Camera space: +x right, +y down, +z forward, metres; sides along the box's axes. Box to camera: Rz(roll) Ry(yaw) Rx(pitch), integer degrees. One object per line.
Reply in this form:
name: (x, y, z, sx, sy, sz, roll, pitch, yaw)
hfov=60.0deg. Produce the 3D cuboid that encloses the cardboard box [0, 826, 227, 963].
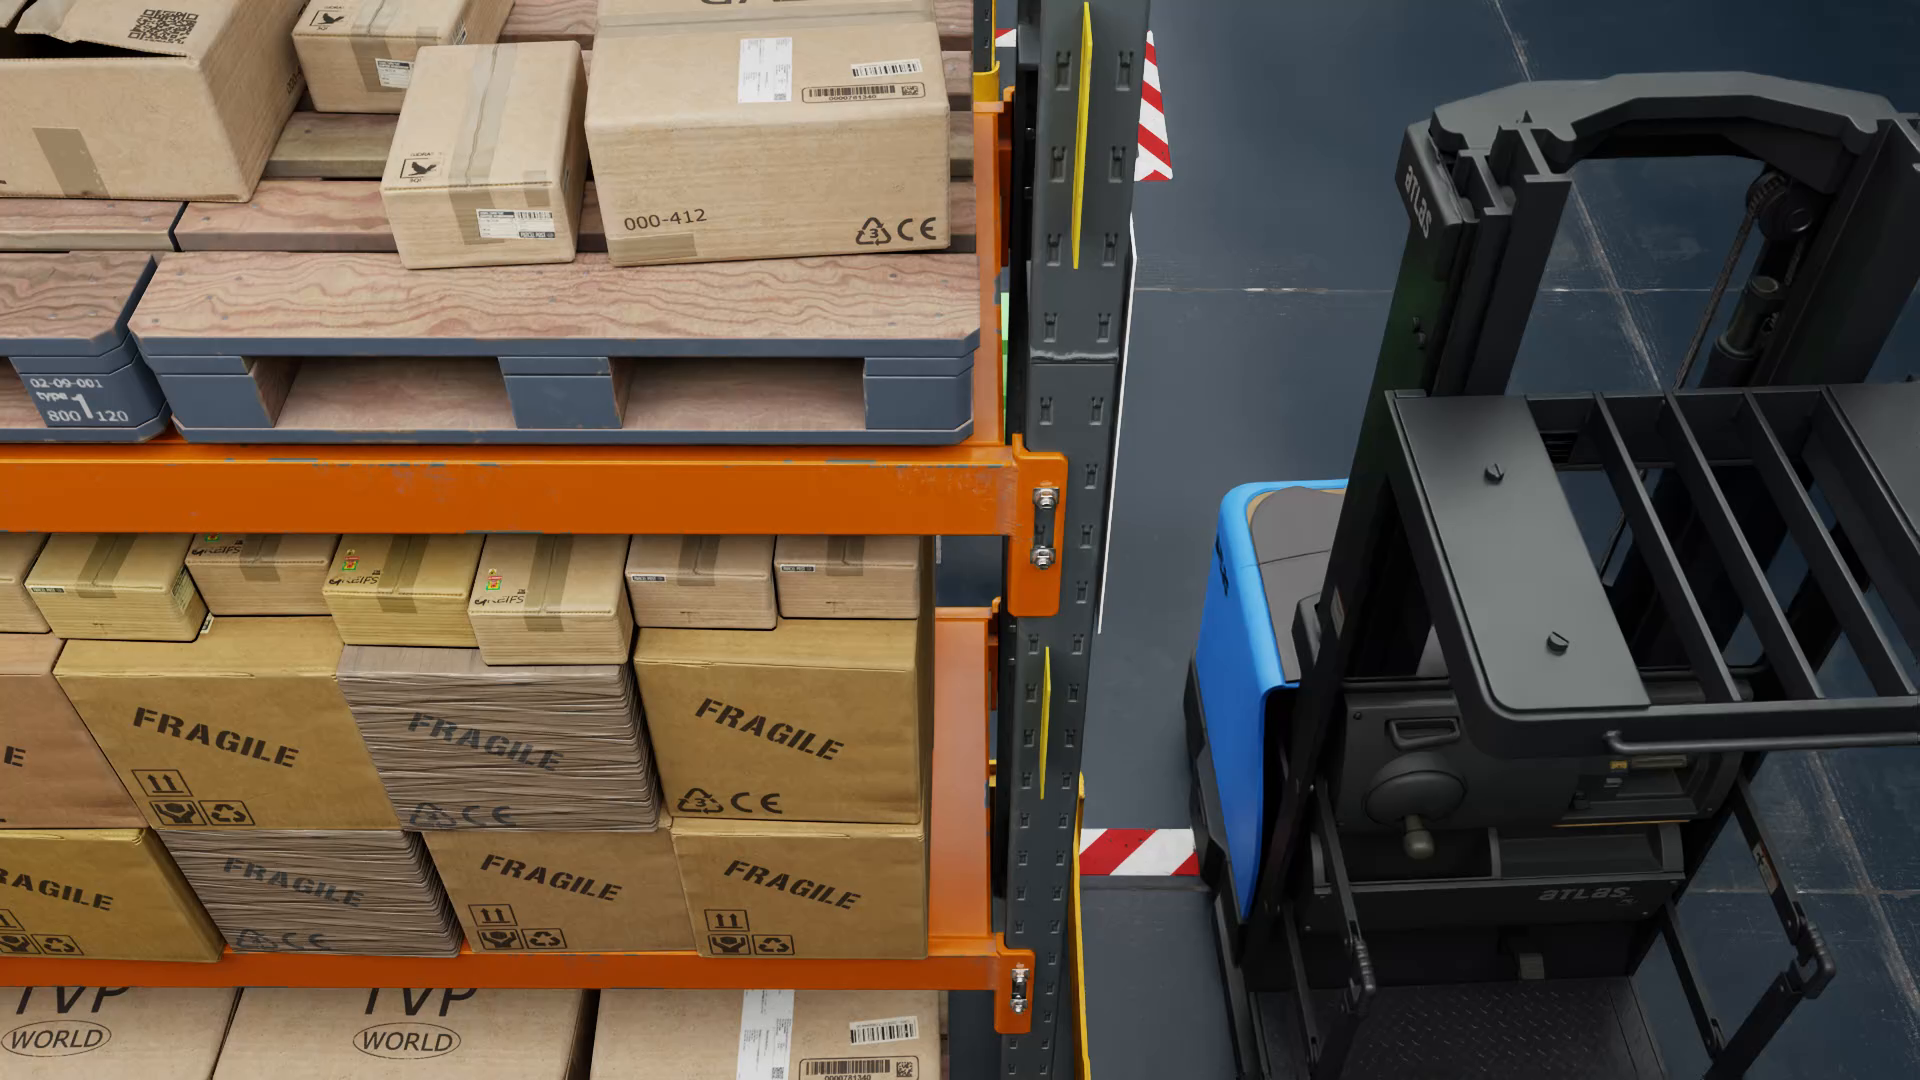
cardboard box: (-1.850, 0.564, 3.608, 0.500, 0.500, 0.500, 1, 47, 1)

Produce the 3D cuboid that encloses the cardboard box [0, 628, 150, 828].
cardboard box: (-1.837, 0.216, 3.248, 0.500, 0.500, 0.500, 0, 47, 0)

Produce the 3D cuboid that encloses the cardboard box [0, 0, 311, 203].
cardboard box: (-1.331, -0.805, 2.607, 0.500, 0.311, 0.500, 1, 47, 1)

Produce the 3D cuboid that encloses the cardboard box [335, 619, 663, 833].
cardboard box: (-0.840, 0.222, 3.242, 0.500, 0.500, 0.500, 0, 47, 0)

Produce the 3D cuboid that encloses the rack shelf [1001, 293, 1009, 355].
rack shelf: (0.166, -0.692, 5.506, 0.480, 0.148, 0.258, 0, 47, 0)

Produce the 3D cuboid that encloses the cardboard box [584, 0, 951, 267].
cardboard box: (-0.285, -0.679, 2.531, 0.500, 0.250, 0.500, -4, 47, -3)

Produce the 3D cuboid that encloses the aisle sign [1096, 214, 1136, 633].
aisle sign: (0.236, -0.255, 2.662, 0.004, 0.787, 0.394, 0, 47, 0)

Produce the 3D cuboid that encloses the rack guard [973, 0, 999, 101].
rack guard: (0.007, -2.368, 8.113, 0.348, 0.500, 1.175, 0, 47, 0)

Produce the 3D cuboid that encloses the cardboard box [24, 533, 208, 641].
cardboard box: (-1.470, -0.009, 3.015, 0.250, 0.149, 0.380, 1, 47, 1)

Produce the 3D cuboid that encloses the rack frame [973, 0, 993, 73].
rack frame: (0.083, -3.220, 7.198, 0.127, 3.000, 1.000, 0, 47, 0)

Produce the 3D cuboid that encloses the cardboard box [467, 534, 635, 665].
cardboard box: (-0.706, 0.032, 2.977, 0.250, 0.149, 0.380, 0, 47, 0)

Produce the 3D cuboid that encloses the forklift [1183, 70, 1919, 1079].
forklift: (1.347, 0.624, 3.666, 1.130, 2.935, 3.031, -2, 47, -2)

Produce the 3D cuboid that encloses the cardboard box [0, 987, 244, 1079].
cardboard box: (-2.312, 1.205, 4.542, 0.875, 0.438, 0.875, -1, 47, -1)

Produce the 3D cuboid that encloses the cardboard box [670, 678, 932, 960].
cardboard box: (-0.318, 0.562, 3.609, 0.500, 0.500, 0.500, 0, 47, 0)

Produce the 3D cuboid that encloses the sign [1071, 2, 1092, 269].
sign: (0.150, -0.495, 2.062, 0.005, 0.325, 0.100, 0, 47, 0)

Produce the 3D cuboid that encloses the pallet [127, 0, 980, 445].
pallet: (-0.576, -0.582, 2.754, 1.213, 0.211, 1.003, 0, 47, 0)

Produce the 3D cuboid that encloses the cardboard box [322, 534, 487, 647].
cardboard box: (-0.958, 0.001, 3.005, 0.250, 0.149, 0.380, 1, 47, 1)

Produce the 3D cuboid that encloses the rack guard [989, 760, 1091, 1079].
rack guard: (0.190, 1.256, 4.740, 0.348, 0.500, 1.175, 0, 47, 0)

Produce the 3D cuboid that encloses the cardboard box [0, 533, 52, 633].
cardboard box: (-1.733, -0.024, 3.028, 0.250, 0.149, 0.380, 2, 47, 1)

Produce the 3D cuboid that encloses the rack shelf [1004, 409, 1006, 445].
rack shelf: (0.166, -0.365, 5.857, 0.480, 0.148, 0.258, 0, 47, 0)

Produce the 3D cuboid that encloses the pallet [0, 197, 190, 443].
pallet: (-1.799, -0.583, 2.755, 1.213, 0.211, 1.003, 0, 47, 0)

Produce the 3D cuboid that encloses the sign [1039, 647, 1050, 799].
sign: (0.150, 0.326, 2.944, 0.005, 0.325, 0.100, 0, 47, 0)

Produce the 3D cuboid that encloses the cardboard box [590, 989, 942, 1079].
cardboard box: (-0.495, 1.205, 4.542, 0.875, 0.438, 0.875, -1, 47, -1)

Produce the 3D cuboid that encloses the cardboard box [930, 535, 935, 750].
cardboard box: (-0.313, 0.159, 3.985, 0.500, 0.500, 0.500, 0, 47, 0)

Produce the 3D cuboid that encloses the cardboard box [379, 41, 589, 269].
cardboard box: (-0.704, -0.587, 2.515, 0.250, 0.149, 0.380, -3, 47, -3)

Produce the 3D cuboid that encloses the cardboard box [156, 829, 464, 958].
cardboard box: (-1.334, 0.556, 3.615, 0.500, 0.500, 0.500, 1, 47, 1)

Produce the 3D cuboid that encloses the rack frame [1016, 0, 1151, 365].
rack frame: (0.166, -1.640, 1.629, 0.127, 3.000, 1.000, 0, 47, 0)

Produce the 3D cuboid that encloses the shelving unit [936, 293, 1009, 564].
shelving unit: (0.166, -0.408, 5.810, 0.503, 1.200, 0.258, 0, 47, 0)

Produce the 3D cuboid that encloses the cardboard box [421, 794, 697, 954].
cardboard box: (-0.820, 0.550, 3.621, 0.500, 0.500, 0.500, -1, 47, -1)

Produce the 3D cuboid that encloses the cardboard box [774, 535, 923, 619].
cardboard box: (-0.194, -0.046, 3.049, 0.250, 0.149, 0.380, 1, 47, 1)

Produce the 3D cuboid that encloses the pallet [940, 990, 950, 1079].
pallet: (-0.634, 1.409, 4.794, 1.213, 0.211, 1.003, 0, 47, 0)

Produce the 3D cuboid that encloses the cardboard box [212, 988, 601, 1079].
cardboard box: (-1.410, 1.209, 4.539, 0.875, 0.438, 0.875, 1, 47, 1)

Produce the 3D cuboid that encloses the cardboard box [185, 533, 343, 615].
cardboard box: (-1.219, -0.052, 3.054, 0.250, 0.149, 0.380, 0, 47, 0)

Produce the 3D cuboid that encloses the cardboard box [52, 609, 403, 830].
cardboard box: (-1.335, 0.219, 3.246, 0.500, 0.500, 0.500, 0, 47, 0)

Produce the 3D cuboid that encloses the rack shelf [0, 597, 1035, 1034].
rack shelf: (-1.834, 0.644, 4.093, 4.000, 0.370, 1.077, 0, 47, 0)

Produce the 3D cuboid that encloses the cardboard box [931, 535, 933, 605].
cardboard box: (-0.313, -0.180, 3.617, 0.500, 0.500, 0.500, -1, 47, -1)

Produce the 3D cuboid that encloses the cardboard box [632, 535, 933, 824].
cardboard box: (-0.317, 0.202, 3.261, 0.500, 0.500, 0.500, 2, 47, 1)

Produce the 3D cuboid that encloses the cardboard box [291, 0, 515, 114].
cardboard box: (-0.922, -0.881, 2.788, 0.250, 0.149, 0.380, 2, 47, 2)

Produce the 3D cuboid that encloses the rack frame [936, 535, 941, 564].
rack frame: (-0.078, -0.409, 5.811, 0.015, 1.200, 0.240, 0, 47, 0)

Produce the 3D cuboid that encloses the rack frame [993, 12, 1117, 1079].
rack frame: (0.166, 0.404, 3.825, 0.127, 3.000, 1.000, 0, 47, 0)

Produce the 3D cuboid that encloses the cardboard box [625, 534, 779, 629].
cardboard box: (-0.448, -0.029, 3.033, 0.250, 0.149, 0.380, 1, 47, 1)

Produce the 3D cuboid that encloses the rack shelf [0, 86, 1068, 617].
rack shelf: (-1.834, -0.378, 2.995, 4.000, 0.370, 1.077, 0, 47, 0)

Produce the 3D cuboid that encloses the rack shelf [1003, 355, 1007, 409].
rack shelf: (0.166, -0.528, 5.681, 0.480, 0.148, 0.258, 0, 47, 0)
